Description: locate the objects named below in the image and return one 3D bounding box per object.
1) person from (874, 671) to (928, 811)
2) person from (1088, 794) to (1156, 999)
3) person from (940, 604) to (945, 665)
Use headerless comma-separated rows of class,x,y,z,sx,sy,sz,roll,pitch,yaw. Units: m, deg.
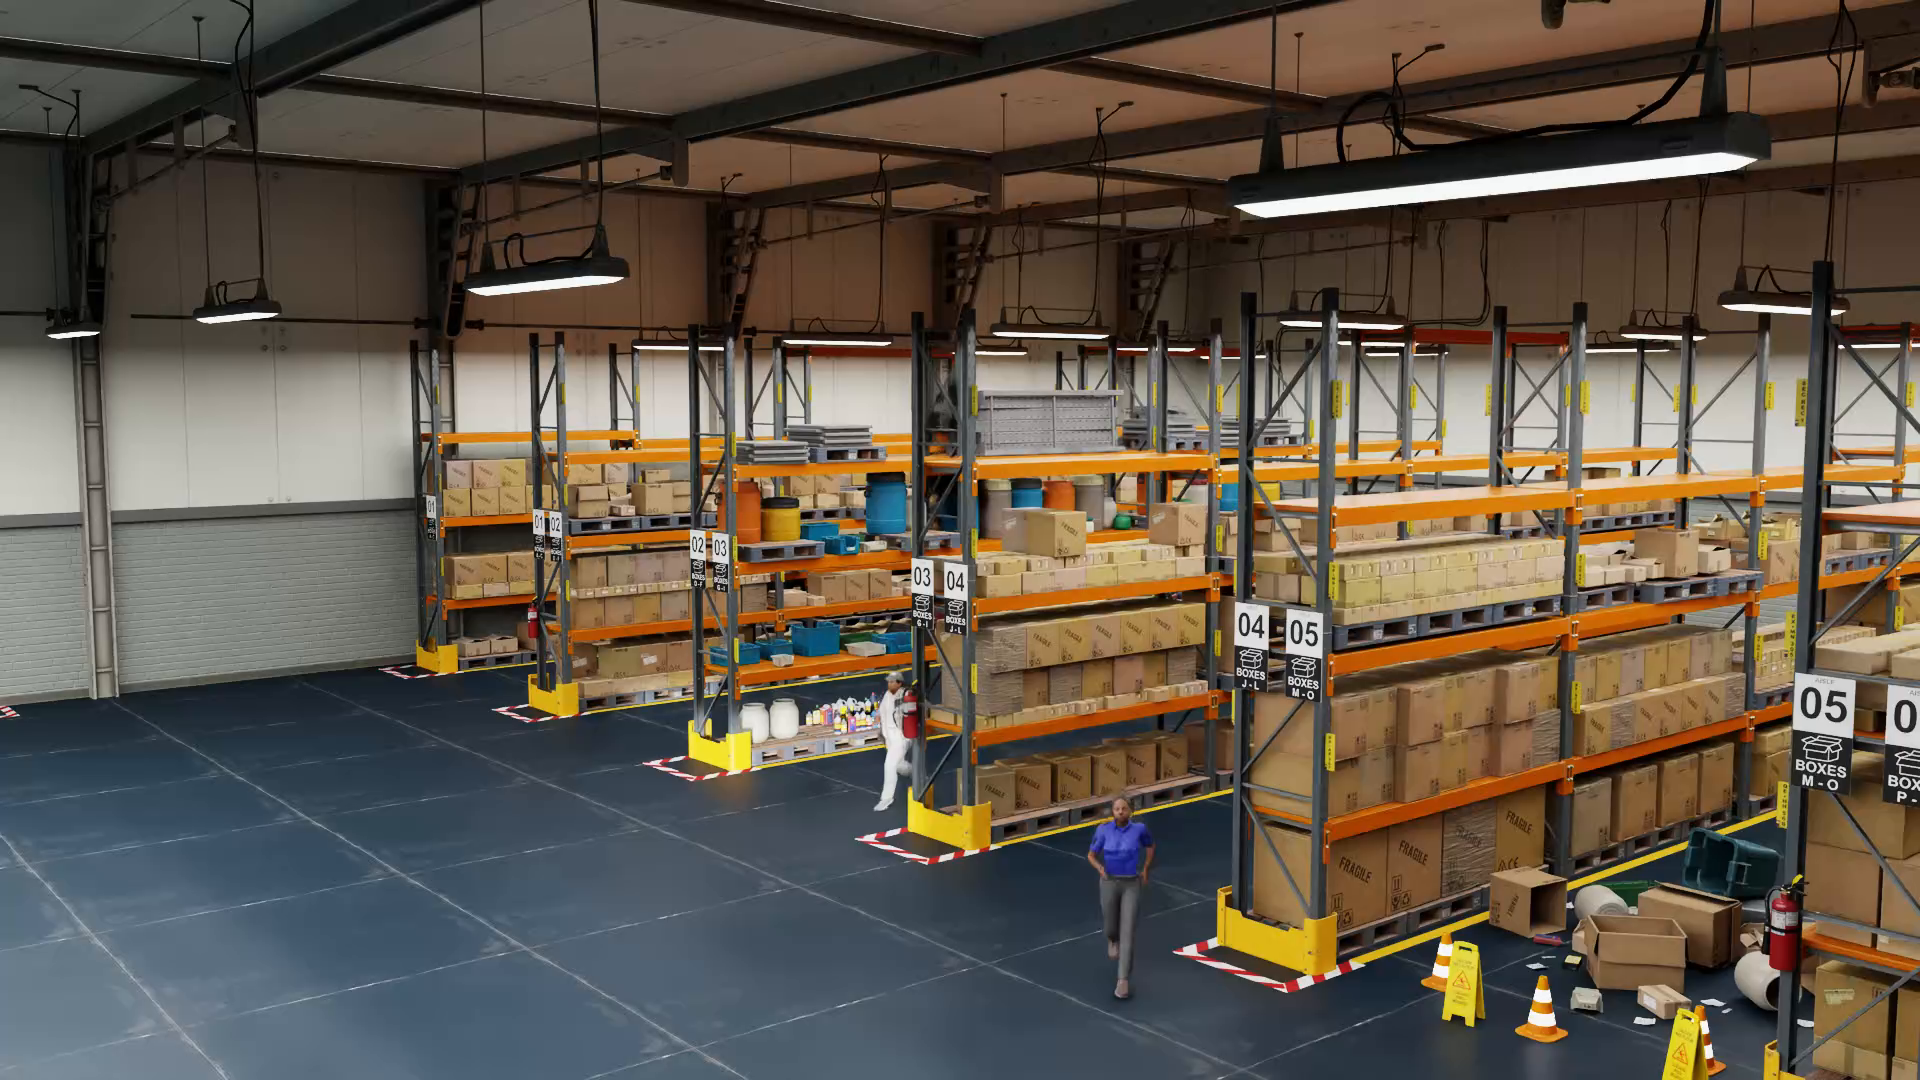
person,-0.743,2.451,20.576,0.890,1.671,0.637,-4,7,-37
person,1.393,3.011,14.376,0.586,1.654,0.908,1,5,7
person,-0.165,1.612,28.830,0.664,1.785,0.697,4,7,39
